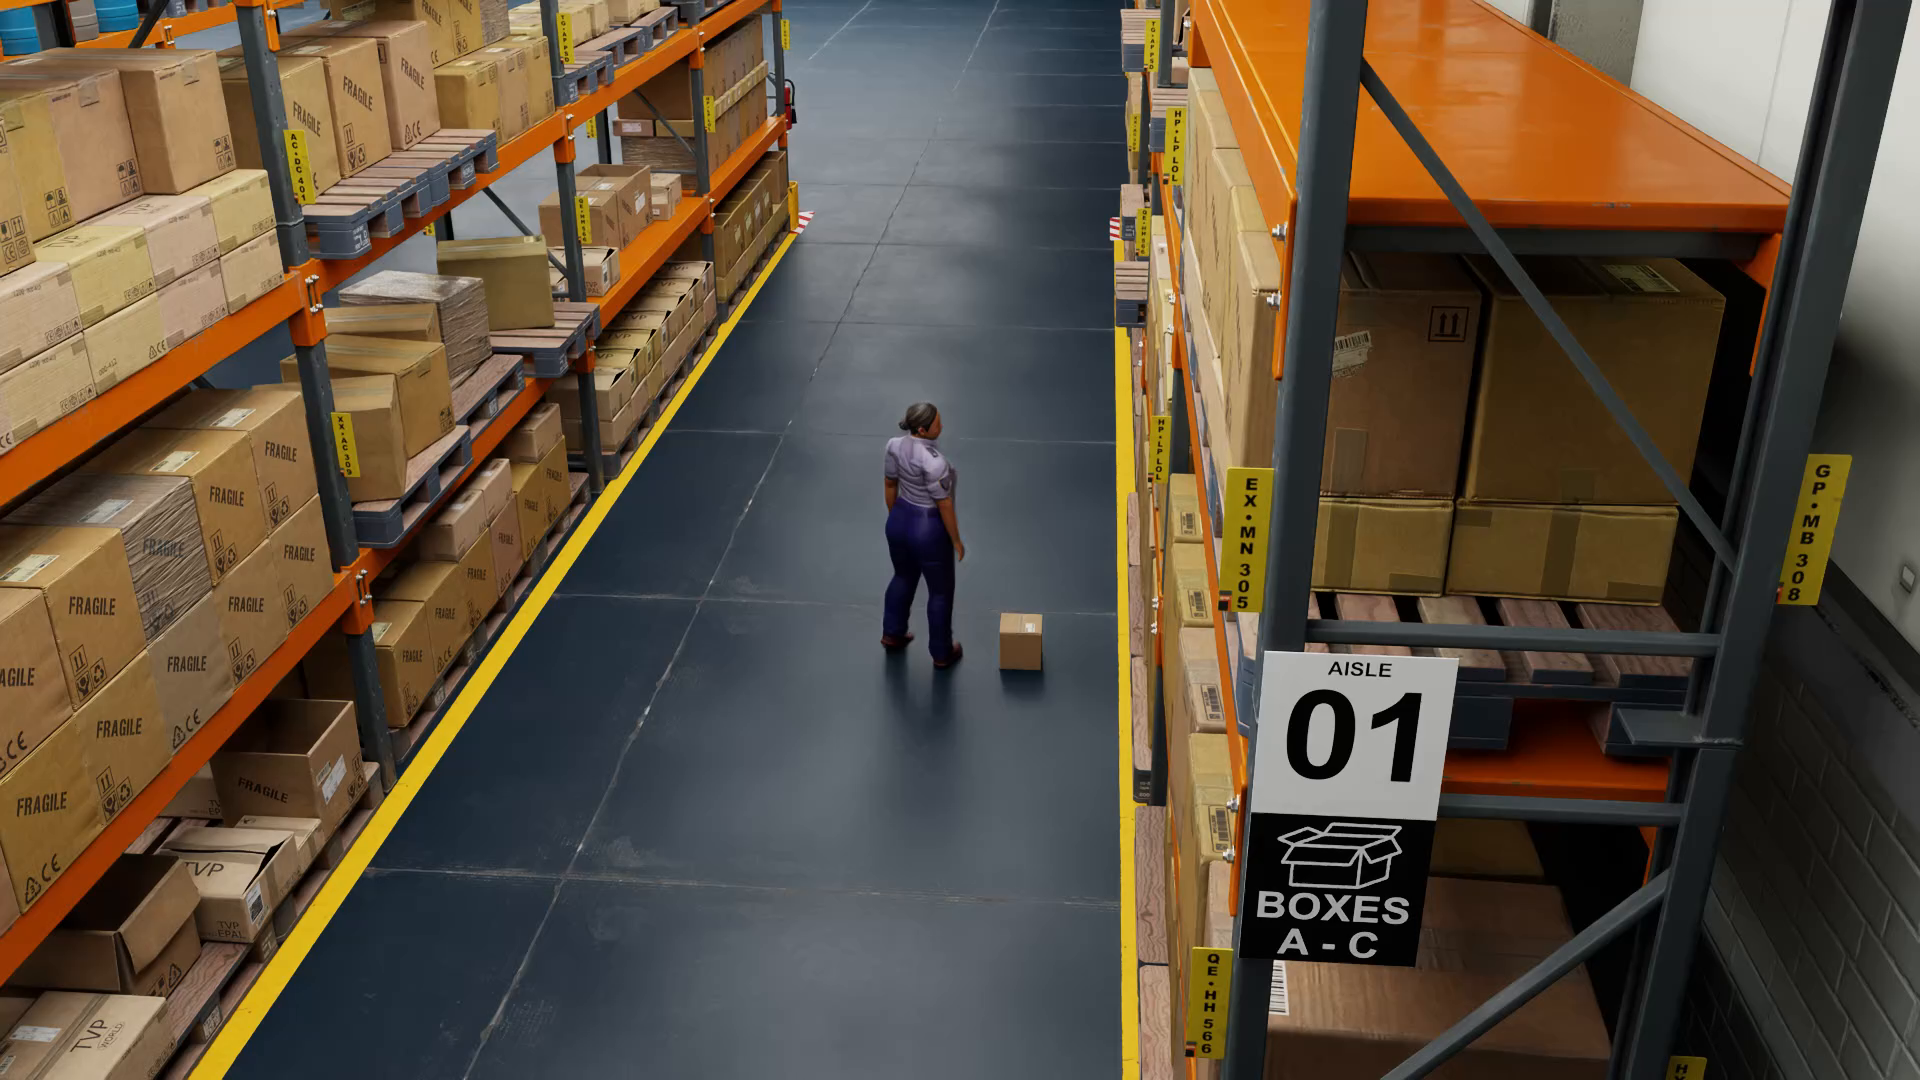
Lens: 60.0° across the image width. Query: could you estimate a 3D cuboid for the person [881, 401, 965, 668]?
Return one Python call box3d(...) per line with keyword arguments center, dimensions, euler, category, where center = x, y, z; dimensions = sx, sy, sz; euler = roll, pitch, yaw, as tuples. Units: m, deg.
box3d(center=(-0.219, -0.042, 9.747), dimensions=(0.398, 1.685, 0.577), euler=(-21, 32, -38), category="person")
